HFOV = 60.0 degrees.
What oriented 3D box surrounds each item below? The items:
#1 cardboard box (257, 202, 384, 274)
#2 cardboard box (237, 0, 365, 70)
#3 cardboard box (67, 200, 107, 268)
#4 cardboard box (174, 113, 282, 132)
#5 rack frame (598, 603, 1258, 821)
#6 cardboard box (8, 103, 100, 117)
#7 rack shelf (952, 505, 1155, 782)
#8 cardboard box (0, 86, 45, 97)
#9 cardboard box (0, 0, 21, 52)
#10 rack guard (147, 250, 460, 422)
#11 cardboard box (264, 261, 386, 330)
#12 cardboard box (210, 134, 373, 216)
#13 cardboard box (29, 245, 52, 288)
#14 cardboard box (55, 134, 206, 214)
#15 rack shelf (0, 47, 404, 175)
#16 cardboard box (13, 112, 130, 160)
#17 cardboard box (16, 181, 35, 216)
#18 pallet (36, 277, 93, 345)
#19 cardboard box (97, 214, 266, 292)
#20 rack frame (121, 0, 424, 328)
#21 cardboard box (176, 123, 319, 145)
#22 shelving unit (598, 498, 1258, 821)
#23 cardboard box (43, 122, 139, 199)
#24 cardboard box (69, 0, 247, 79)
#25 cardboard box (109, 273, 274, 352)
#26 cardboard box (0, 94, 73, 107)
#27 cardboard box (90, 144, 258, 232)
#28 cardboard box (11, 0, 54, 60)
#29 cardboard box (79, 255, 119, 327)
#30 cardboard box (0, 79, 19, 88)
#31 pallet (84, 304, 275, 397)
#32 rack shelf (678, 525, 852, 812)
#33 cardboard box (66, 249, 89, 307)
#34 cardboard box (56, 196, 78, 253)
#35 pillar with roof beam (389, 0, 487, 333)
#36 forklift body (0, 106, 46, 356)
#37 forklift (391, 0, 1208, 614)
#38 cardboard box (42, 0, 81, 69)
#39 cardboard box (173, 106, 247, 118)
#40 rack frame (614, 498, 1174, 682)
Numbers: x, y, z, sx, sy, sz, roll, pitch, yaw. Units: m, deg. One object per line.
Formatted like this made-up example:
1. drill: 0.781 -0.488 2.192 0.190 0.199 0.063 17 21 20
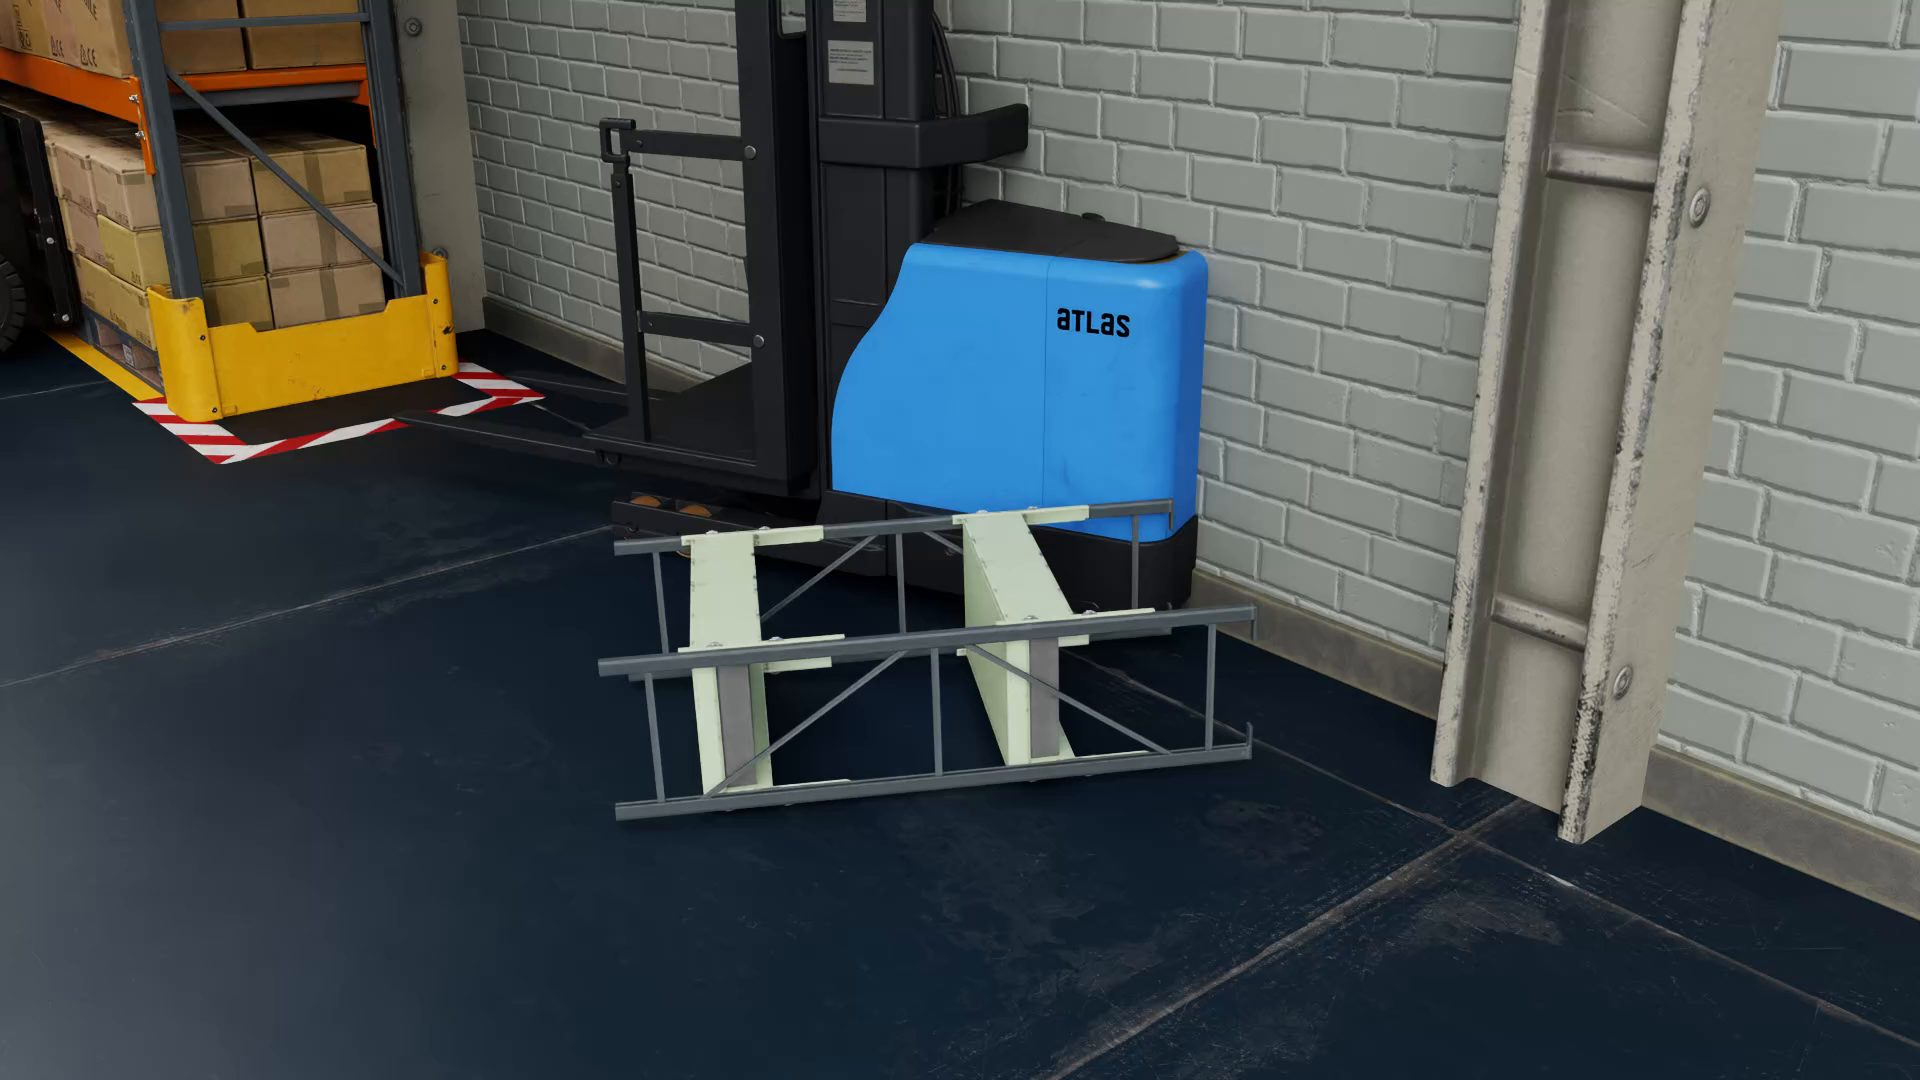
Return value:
1. cardboard box: -2.918 -1.381 7.405 0.500 0.250 0.500 -17 27 -36
2. cardboard box: -2.882 -2.303 7.113 0.500 0.500 0.500 -16 27 -36
3. cardboard box: -3.642 -1.402 7.461 0.500 0.250 0.500 -18 28 -38
4. cardboard box: -3.586 -1.890 8.019 0.500 0.250 0.500 -18 27 -38
5. rack frame: -0.050 0.394 3.831 1.500 0.400 0.023 -4 21 -7
6. cardboard box: -4.642 -2.052 8.435 0.500 0.250 0.500 -16 27 -36
7. rack shelf: 0.220 0.238 4.210 0.370 0.431 0.720 -4 21 -7
8. cardboard box: -5.302 -2.331 9.145 0.500 0.250 0.500 -18 28 -38
9. cardboard box: -4.292 -2.597 7.863 0.500 0.500 0.500 -17 27 -37
10. rack guard: -2.753 -0.883 7.052 1.175 0.500 0.348 -17 27 -37
11. cardboard box: -2.941 -1.151 7.503 0.500 0.250 0.500 -17 27 -37
12. cardboard box: -2.939 -1.612 7.310 0.500 0.250 0.500 -18 28 -38
13. cardboard box: -4.308 -1.441 8.245 0.500 0.250 0.500 -16 27 -36
14. cardboard box: -3.643 -1.627 7.348 0.500 0.250 0.500 -17 27 -36
15. rack shelf: -4.074 -2.271 8.155 1.077 0.370 4.000 -17 27 -37
16. cardboard box: -4.305 -1.906 8.060 0.500 0.250 0.500 -18 28 -38
17. cardboard box: -4.319 -1.679 8.167 0.500 0.250 0.500 -18 27 -38
18. pallet: -4.092 -1.293 8.496 1.003 0.211 1.213 -17 27 -37
19. cardboard box: -3.323 -1.261 7.100 0.500 0.250 0.500 -18 28 -38
20. rack frame: -2.769 -2.053 6.613 1.000 3.000 0.127 -17 27 -37
21. cardboard box: -3.268 -1.749 7.660 0.500 0.250 0.500 -17 27 -37
22. shelving unit: -0.103 0.264 4.169 1.500 0.431 0.755 -4 21 -7
23. cardboard box: -3.980 -1.764 7.698 0.500 0.250 0.500 -17 27 -37
24. cardboard box: -3.289 -2.173 6.783 0.500 0.500 0.500 -18 28 -39
25. cardboard box: -3.315 -1.023 7.178 0.500 0.250 0.500 -17 27 -37
26. cardboard box: -4.975 -2.187 8.779 0.500 0.250 0.500 -17 27 -37
27. cardboard box: -3.305 -1.487 6.991 0.500 0.250 0.500 -16 27 -36
28. cardboard box: -3.955 -2.460 7.515 0.500 0.500 0.500 -18 28 -38
29. cardboard box: -3.632 -1.163 7.534 0.500 0.250 0.500 -17 27 -37
30. cardboard box: -6.229 -2.606 10.705 0.875 0.625 0.625 -18 28 -38
31. pallet: -3.300 -0.956 7.636 1.003 0.211 1.213 -17 27 -37
32. rack shelf: -0.489 0.294 4.120 0.370 0.431 0.720 -4 21 -7
33. cardboard box: -3.952 -1.303 7.892 0.500 0.250 0.500 -17 27 -37
34. cardboard box: -3.995 -1.540 7.812 0.500 0.250 0.500 -18 28 -39
35. pillar with roof beam: -5.802 -4.229 3.942 9.100 9.000 0.400 -17 27 -37
36. forklift body: -5.388 -1.748 6.997 2.313 2.155 1.214 -17 27 -37
37. forklift: -0.561 -1.467 5.212 3.031 2.935 1.130 10 24 25
38. cardboard box: -3.620 -2.319 7.154 0.500 0.500 0.500 -16 27 -36
39. cardboard box: -3.915 -2.033 8.385 0.500 0.250 0.500 -18 28 -38
40. rack frame: -0.156 0.133 4.507 1.500 0.400 0.023 -4 21 -7
